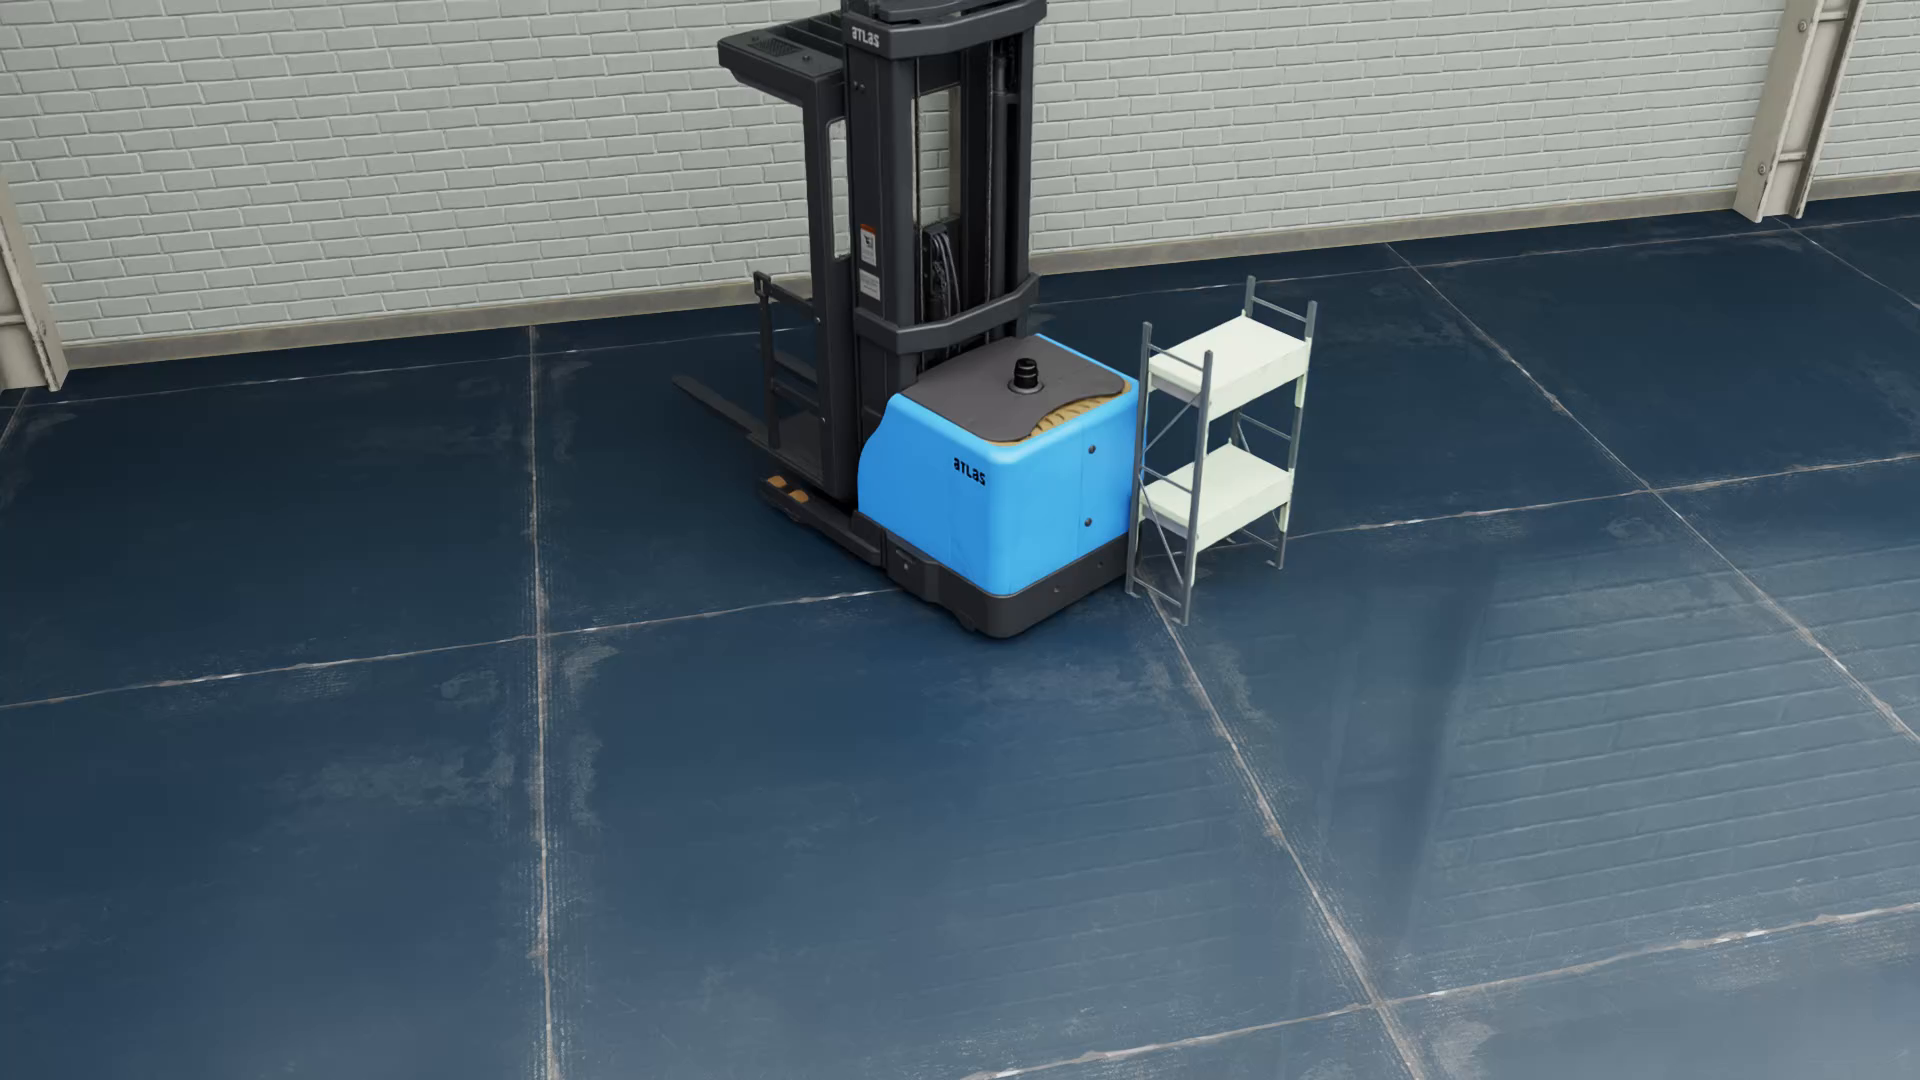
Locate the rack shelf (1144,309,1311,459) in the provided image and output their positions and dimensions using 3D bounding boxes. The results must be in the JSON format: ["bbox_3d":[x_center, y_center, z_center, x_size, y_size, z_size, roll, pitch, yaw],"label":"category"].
[{"bbox_3d":[1.241,-0.742,7.809,0.720,0.370,0.431,-27,42,-34],"label":"rack shelf"}]

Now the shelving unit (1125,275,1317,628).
[{"bbox_3d":[1.241,-0.418,8.027,0.755,1.500,0.431,-27,42,-34],"label":"shelving unit"}]

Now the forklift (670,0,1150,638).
[{"bbox_3d":[-0.440,-1.487,8.336,1.130,2.935,3.031,-27,42,-34],"label":"forklift"}]

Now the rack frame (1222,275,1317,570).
[{"bbox_3d":[1.512,-0.555,8.231,0.023,1.500,0.400,-27,42,-34],"label":"rack frame"}]

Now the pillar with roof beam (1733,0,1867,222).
[{"bbox_3d":[6.954,-3.839,6.395,0.400,9.000,9.100,-7,35,-11],"label":"pillar with roof beam"}]

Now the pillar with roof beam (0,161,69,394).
[{"bbox_3d":[-4.750,-2.364,4.197,0.400,9.000,9.100,-7,35,-11],"label":"pillar with roof beam"}]

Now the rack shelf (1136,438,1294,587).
[{"bbox_3d":[1.241,-0.147,8.209,0.720,0.370,0.431,-27,42,-34],"label":"rack shelf"}]

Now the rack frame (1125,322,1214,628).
[{"bbox_3d":[0.970,-0.281,7.823,0.023,1.500,0.400,-27,42,-34],"label":"rack frame"}]

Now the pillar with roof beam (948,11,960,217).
[{"bbox_3d":[1.102,-3.102,5.296,0.400,9.000,9.100,-7,35,-11],"label":"pillar with roof beam"}]
